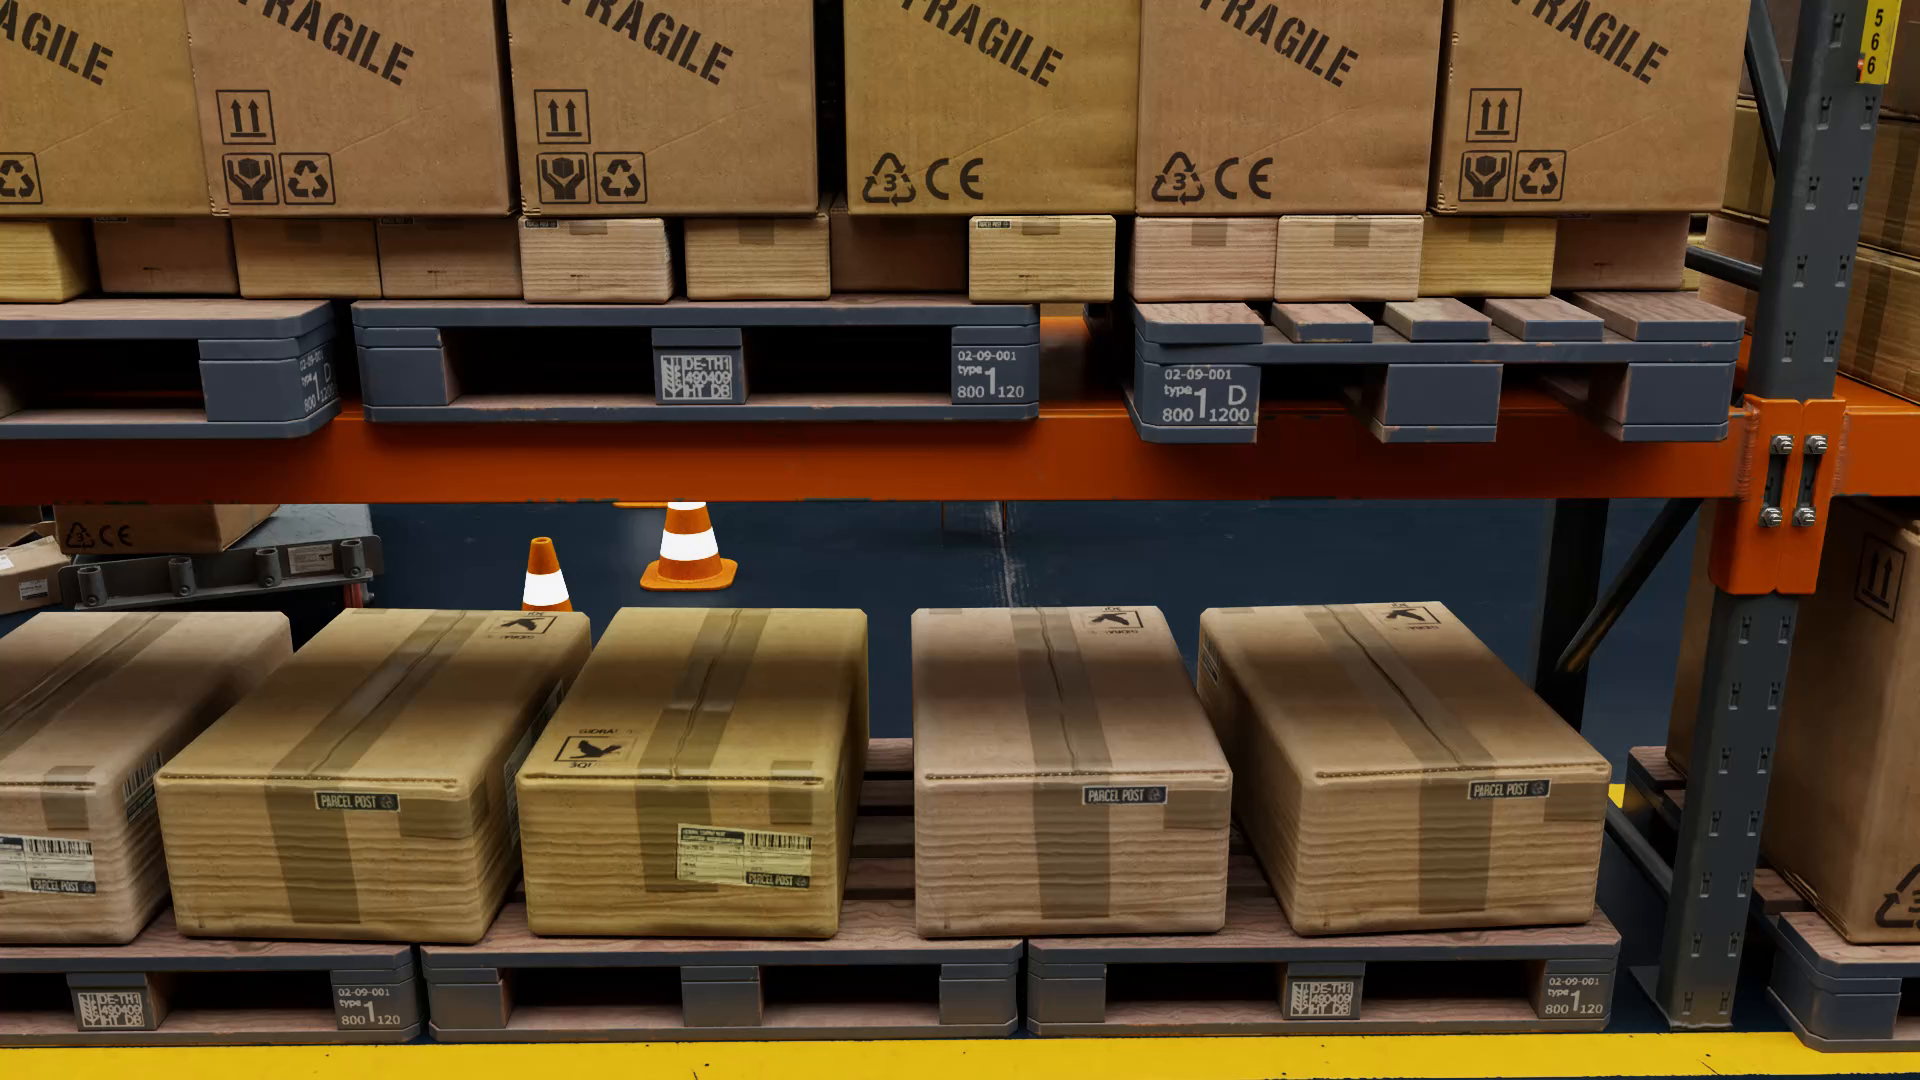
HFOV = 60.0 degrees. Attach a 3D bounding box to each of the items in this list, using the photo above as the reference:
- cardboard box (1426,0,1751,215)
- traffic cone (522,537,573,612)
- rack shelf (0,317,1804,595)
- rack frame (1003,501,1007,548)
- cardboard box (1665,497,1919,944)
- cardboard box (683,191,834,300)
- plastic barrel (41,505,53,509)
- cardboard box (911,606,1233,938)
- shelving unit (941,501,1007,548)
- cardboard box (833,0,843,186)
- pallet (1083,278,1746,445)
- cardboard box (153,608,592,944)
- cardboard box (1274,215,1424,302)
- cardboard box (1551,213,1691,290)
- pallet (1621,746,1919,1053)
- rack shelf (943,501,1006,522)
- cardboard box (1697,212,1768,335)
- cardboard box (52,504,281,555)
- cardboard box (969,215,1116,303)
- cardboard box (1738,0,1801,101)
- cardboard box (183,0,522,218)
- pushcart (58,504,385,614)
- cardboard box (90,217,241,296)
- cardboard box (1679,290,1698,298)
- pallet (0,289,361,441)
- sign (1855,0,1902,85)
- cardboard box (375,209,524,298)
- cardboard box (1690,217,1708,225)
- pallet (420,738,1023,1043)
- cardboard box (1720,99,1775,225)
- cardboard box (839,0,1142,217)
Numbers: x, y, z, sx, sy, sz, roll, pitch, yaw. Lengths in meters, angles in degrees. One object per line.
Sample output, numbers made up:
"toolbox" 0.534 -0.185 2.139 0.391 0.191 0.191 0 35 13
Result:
"cardboard box" 1.060 -0.875 3.028 0.500 0.500 0.500 -1 18 -2
"traffic cone" -1.271 0.220 5.103 0.334 0.463 0.336 0 18 -1
"rack shelf" -0.489 -0.221 3.504 4.000 0.370 1.077 0 18 -1
"rack frame" 0.175 -0.501 6.390 0.008 1.050 0.200 0 18 -1
"cardboard box" 2.202 0.260 3.616 0.875 0.875 0.875 0 18 -1
"cardboard box" -0.362 -0.549 3.071 0.250 0.149 0.380 -1 18 -3
"plastic barrel" -3.778 -0.365 6.991 0.421 0.421 0.512 14 22 37
"cardboard box" 0.208 0.484 3.744 0.625 0.372 0.950 -1 18 -2
"shelving unit" 0.053 -0.500 6.388 0.252 1.050 0.215 0 18 -1
"cardboard box" 0.005 -1.022 3.484 0.500 0.500 0.500 0 18 0
"pallet" 0.800 -0.446 3.341 1.003 0.211 1.213 0 18 -1
"cardboard box" -1.246 0.489 3.726 0.625 0.372 0.950 1 18 3
"cardboard box" 0.668 -0.542 3.050 0.250 0.149 0.380 0 18 -1
"cardboard box" 1.186 -0.580 3.170 0.250 0.149 0.380 0 18 1
"pallet" 2.300 0.774 3.790 1.213 0.211 1.003 0 18 -1
"rack shelf" 0.053 -0.225 6.476 0.240 0.259 0.215 0 18 -1
"cardboard box" 2.012 -0.584 3.702 0.500 0.250 0.500 -1 18 -3
"cardboard box" -2.547 -0.268 5.325 0.500 0.500 0.500 0 18 -1
"cardboard box" 0.141 -0.538 3.036 0.250 0.149 0.380 0 18 0
"cardboard box" 2.023 -1.179 3.513 0.500 0.500 0.500 -1 18 -2
"cardboard box" -1.020 -0.859 2.976 0.500 0.500 0.500 0 18 -1
"pushcart" -2.575 -0.002 5.935 0.936 0.377 1.648 -7 19 -20
"cardboard box" -1.399 -0.564 3.118 0.250 0.149 0.380 1 18 3
"cardboard box" 3.569 -1.030 8.251 0.500 0.500 0.500 -1 18 -2
"pallet" -1.723 -0.422 3.266 1.213 0.211 1.003 0 18 -1
"sign" 1.528 -0.921 2.743 0.005 0.325 0.100 0 18 -1
"cardboard box" -0.894 -0.553 3.084 0.250 0.149 0.380 0 18 0
"cardboard box" 3.545 -1.543 8.625 0.500 0.250 0.500 0 18 1
"pallet" -0.488 0.763 3.824 1.213 0.211 1.003 0 18 -1
"cardboard box" 1.991 -0.820 3.620 0.500 0.250 0.500 0 18 -1
"cardboard box" 0.039 -0.867 3.001 0.500 0.500 0.500 -1 18 -5
